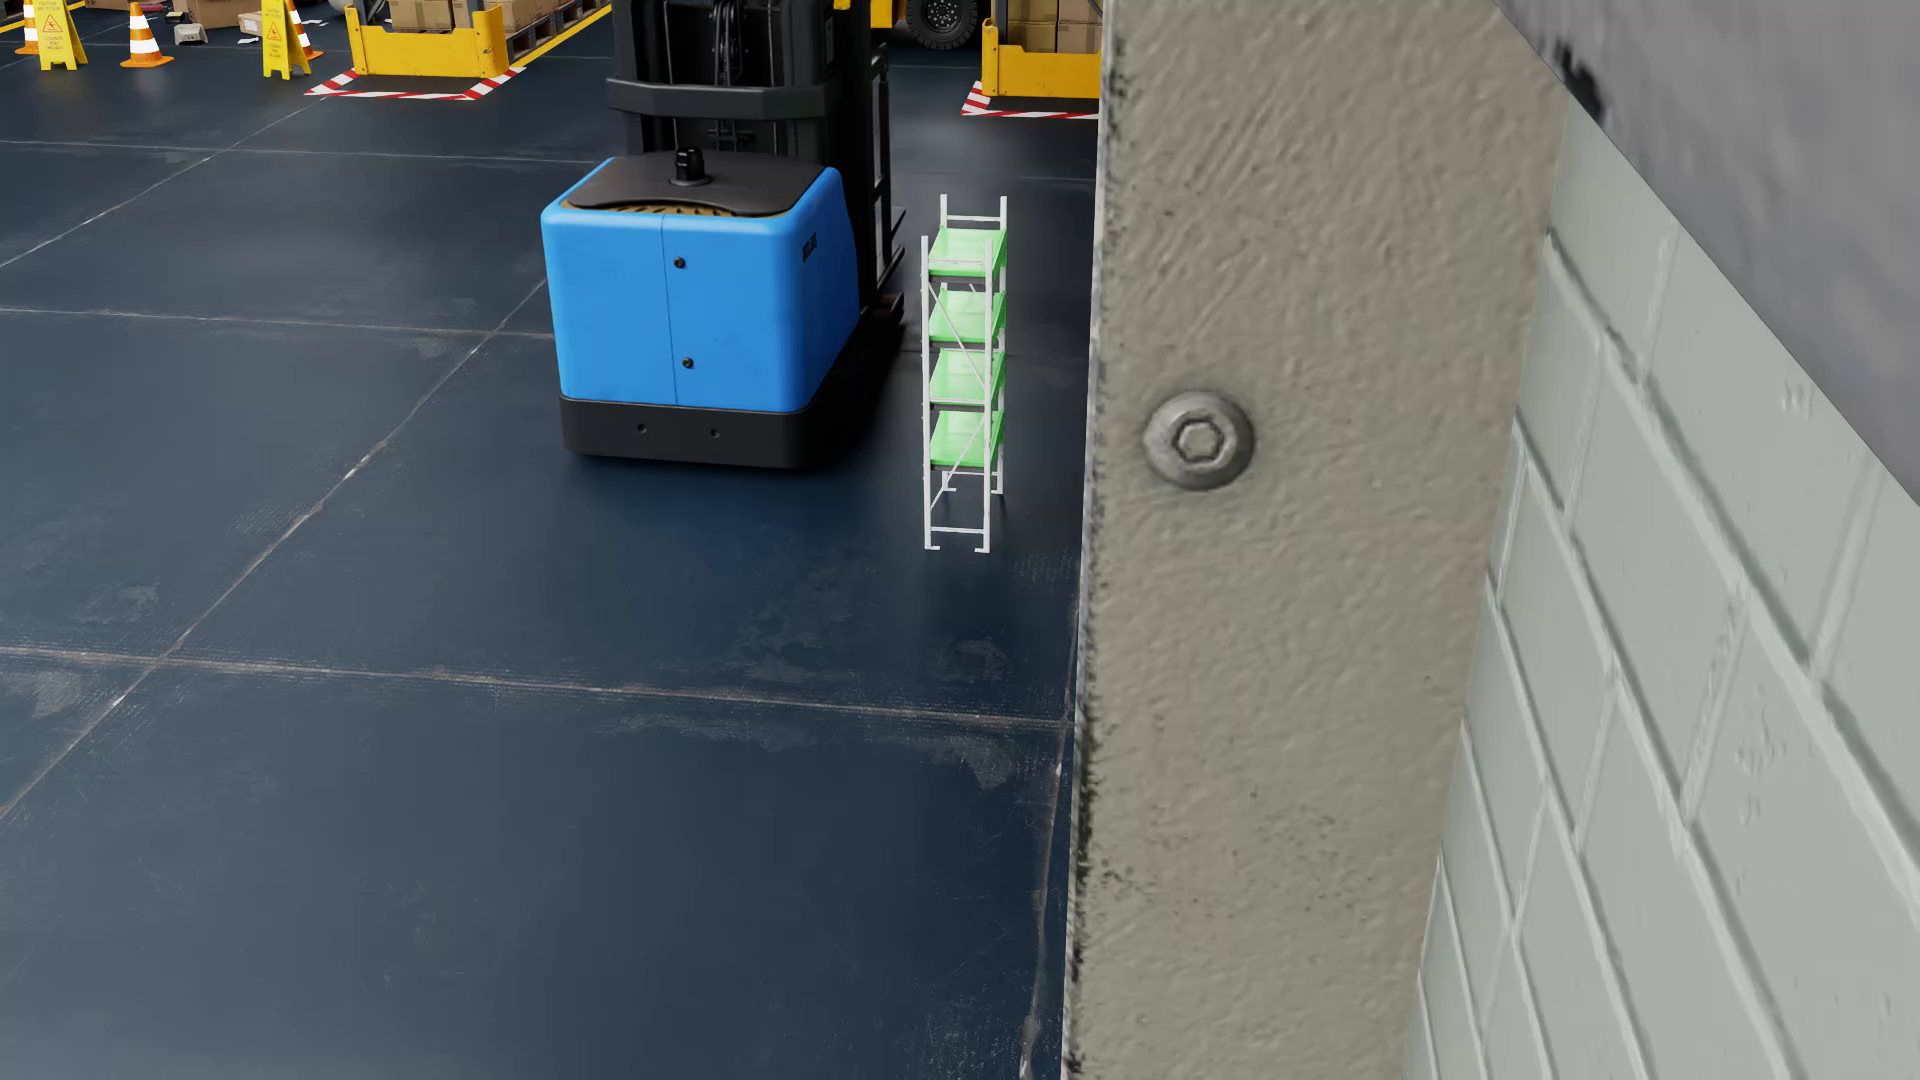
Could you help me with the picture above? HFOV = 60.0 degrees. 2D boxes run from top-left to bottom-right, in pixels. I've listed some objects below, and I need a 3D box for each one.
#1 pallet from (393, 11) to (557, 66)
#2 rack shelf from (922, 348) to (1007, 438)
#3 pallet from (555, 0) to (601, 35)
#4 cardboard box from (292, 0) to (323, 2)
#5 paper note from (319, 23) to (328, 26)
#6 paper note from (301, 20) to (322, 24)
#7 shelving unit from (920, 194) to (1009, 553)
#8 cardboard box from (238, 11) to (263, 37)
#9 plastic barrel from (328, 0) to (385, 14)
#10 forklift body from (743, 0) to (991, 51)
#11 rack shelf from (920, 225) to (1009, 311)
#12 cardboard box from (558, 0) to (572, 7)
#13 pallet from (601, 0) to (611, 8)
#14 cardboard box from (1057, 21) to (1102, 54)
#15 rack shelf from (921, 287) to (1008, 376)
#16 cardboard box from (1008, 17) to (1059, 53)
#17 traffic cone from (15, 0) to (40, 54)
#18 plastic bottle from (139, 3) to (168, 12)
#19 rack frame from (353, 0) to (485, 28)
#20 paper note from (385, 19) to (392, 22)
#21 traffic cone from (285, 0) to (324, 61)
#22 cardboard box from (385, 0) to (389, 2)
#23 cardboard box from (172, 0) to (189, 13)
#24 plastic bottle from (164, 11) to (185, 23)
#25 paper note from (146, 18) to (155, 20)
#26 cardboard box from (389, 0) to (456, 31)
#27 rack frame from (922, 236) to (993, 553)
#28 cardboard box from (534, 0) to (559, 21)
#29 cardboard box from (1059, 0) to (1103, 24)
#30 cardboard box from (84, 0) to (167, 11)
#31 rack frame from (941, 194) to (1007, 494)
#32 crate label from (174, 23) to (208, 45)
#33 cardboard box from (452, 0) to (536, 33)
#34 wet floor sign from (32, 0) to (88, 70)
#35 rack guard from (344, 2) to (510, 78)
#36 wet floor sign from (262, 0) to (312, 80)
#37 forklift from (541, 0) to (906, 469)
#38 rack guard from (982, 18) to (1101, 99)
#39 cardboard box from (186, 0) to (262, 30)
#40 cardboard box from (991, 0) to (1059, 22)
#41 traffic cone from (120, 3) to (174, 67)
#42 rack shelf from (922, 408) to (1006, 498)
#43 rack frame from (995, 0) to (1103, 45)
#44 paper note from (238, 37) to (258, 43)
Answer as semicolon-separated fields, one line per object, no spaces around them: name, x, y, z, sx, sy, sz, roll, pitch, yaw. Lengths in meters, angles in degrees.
pallet;-4.022;-4.169;13.767;1.003;0.211;1.213;3;28;6
rack shelf;0.020;-0.550;6.140;0.258;0.148;0.480;3;28;6
pallet;-3.870;-4.742;14.830;1.003;0.211;1.213;3;28;6
cardboard box;-6.357;-5.356;15.518;0.797;0.637;0.503;3;28;6
paper note;-5.625;-4.563;14.708;0.032;0.001;0.123;3;28;6
paper note;-5.773;-4.620;14.806;0.148;0.019;0.142;14;31;24
shelving unit;0.020;-0.606;6.110;0.258;1.200;0.503;3;28;6
cardboard box;-6.010;-4.460;14.371;0.380;0.149;0.250;20;34;32
plastic barrel;-5.416;-4.907;14.912;0.421;0.421;0.512;-24;36;-37
forklift body;-0.818;-5.319;13.856;2.313;2.155;1.214;3;28;6
rack shelf;0.020;-0.972;5.913;0.258;0.148;0.480;3;28;6
cardboard box;-3.668;-4.816;14.484;0.500;0.250;0.500;5;29;10
pallet;-3.723;-5.318;15.899;1.003;0.211;1.213;3;28;6
cardboard box;1.015;-3.888;12.761;0.500;0.250;0.500;3;29;6
rack shelf;0.020;-0.761;6.027;0.258;0.148;0.480;3;28;6
cardboard box;0.505;-3.908;12.798;0.500;0.250;0.500;4;29;7
traffic cone;-7.617;-4.272;13.691;0.336;0.463;0.334;3;28;6
plastic bottle;-7.409;-4.880;15.244;0.283;0.061;0.133;-6;29;-11
rack frame;-4.166;-4.981;12.333;1.000;3.000;0.127;3;28;6
paper note;-5.058;-4.639;14.829;0.142;0.019;0.148;-6;29;-11
traffic cone;-5.394;-4.141;13.449;0.336;0.463;0.334;3;28;6
cardboard box;-5.158;-5.339;15.631;0.500;0.500;0.500;-24;36;-37
cardboard box;-6.984;-4.984;15.221;0.396;0.266;0.258;8;29;15
plastic bottle;-7.019;-4.683;14.877;0.133;0.061;0.283;-6;29;-11
paper note;-7.258;-4.677;14.921;0.032;0.001;0.123;20;34;32
cardboard box;-4.331;-4.363;13.642;0.500;0.250;0.500;3;28;6
rack frame;-0.010;-0.491;5.897;0.240;1.200;0.015;3;28;6
cardboard box;-3.723;-4.559;14.006;0.500;0.250;0.500;4;29;8
cardboard box;1.024;-4.098;12.623;0.500;0.250;0.500;4;29;7
cardboard box;-7.773;-5.214;15.399;0.500;0.500;0.500;8;29;15
rack frame;0.050;-0.721;6.323;0.240;1.200;0.015;3;28;6
crate label;-6.502;-4.276;14.043;0.250;0.136;0.298;-11;30;-20
cardboard box;-3.793;-4.319;13.560;0.500;0.250;0.500;3;28;6
wet floor sign;-7.130;-4.056;13.098;0.267;0.644;0.232;-1;28;-3
rack guard;-4.157;-3.916;12.992;1.175;0.500;0.348;3;28;6
wet floor sign;-5.251;-3.917;12.841;0.267;0.644;0.232;14;31;24
forklift;-0.880;-2.251;7.339;1.130;2.935;3.031;4;29;8
rack guard;0.758;-3.582;12.373;1.175;0.500;0.348;3;28;6
cardboard box;-6.463;-4.856;14.733;0.797;0.503;0.637;-17;33;-29
cardboard box;0.510;-4.136;12.694;0.500;0.250;0.500;3;28;6
traffic cone;-6.537;-4.046;13.272;0.336;0.463;0.334;3;28;6
rack shelf;0.020;-0.339;6.254;0.258;0.148;0.480;3;28;6
rack frame;0.761;-4.694;11.801;1.000;3.000;0.127;3;28;6
paper note;-6.026;-4.234;14.078;0.148;0.019;0.142;-6;29;-11
